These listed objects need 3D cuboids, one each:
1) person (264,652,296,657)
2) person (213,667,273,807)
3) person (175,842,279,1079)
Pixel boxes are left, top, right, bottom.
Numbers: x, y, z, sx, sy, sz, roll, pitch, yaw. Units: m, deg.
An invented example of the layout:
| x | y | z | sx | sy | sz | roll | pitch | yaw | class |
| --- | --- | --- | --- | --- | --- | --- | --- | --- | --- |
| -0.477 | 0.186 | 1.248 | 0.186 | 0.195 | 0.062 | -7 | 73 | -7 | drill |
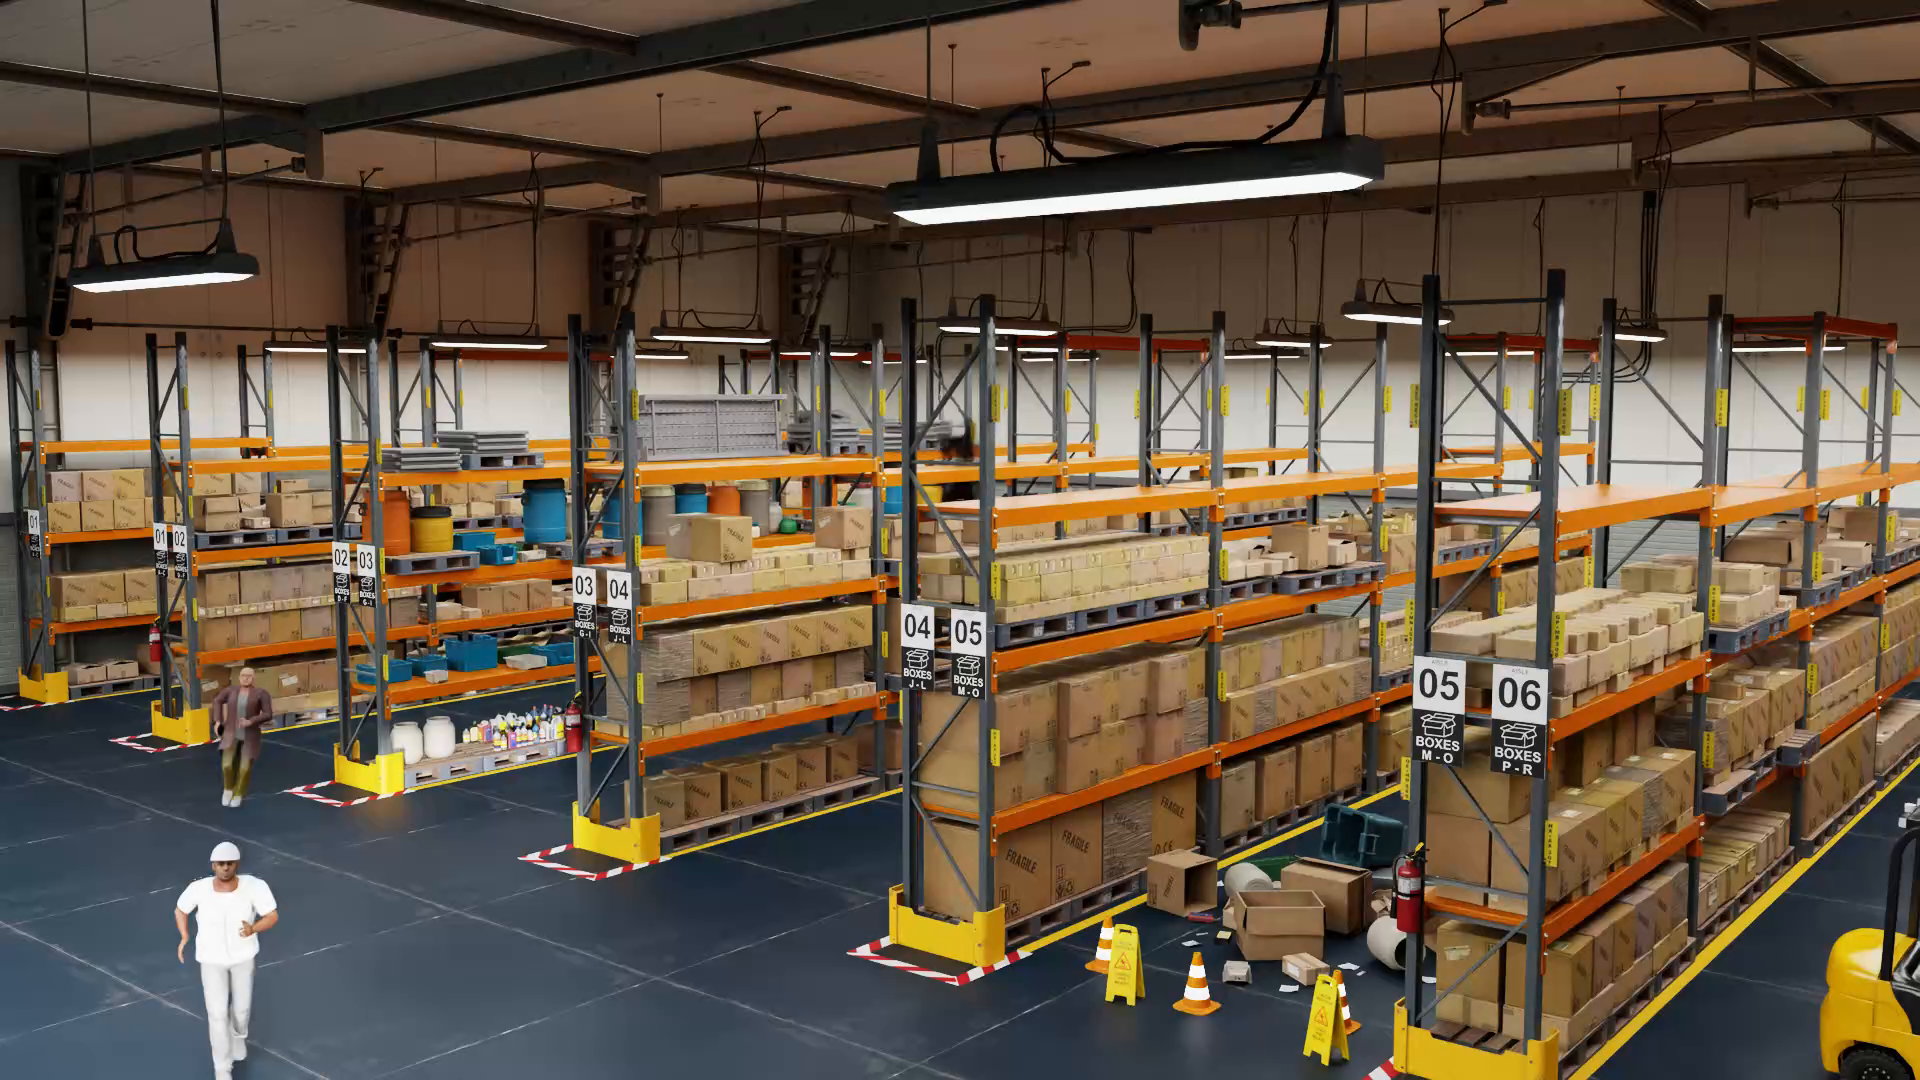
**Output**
| x | y | z | sx | sy | sz | roll | pitch | yaw | class |
| --- | --- | --- | --- | --- | --- | --- | --- | --- | --- |
| -11.360 | 1.790 | 27.891 | 0.638 | 1.851 | 0.786 | 2 | 6 | 25 | person |
| -8.898 | 2.446 | 20.637 | 0.714 | 1.733 | 0.619 | -2 | 5 | -17 | person |
| -5.473 | 3.135 | 12.455 | 0.704 | 1.765 | 0.888 | -3 | 6 | -27 | person |
